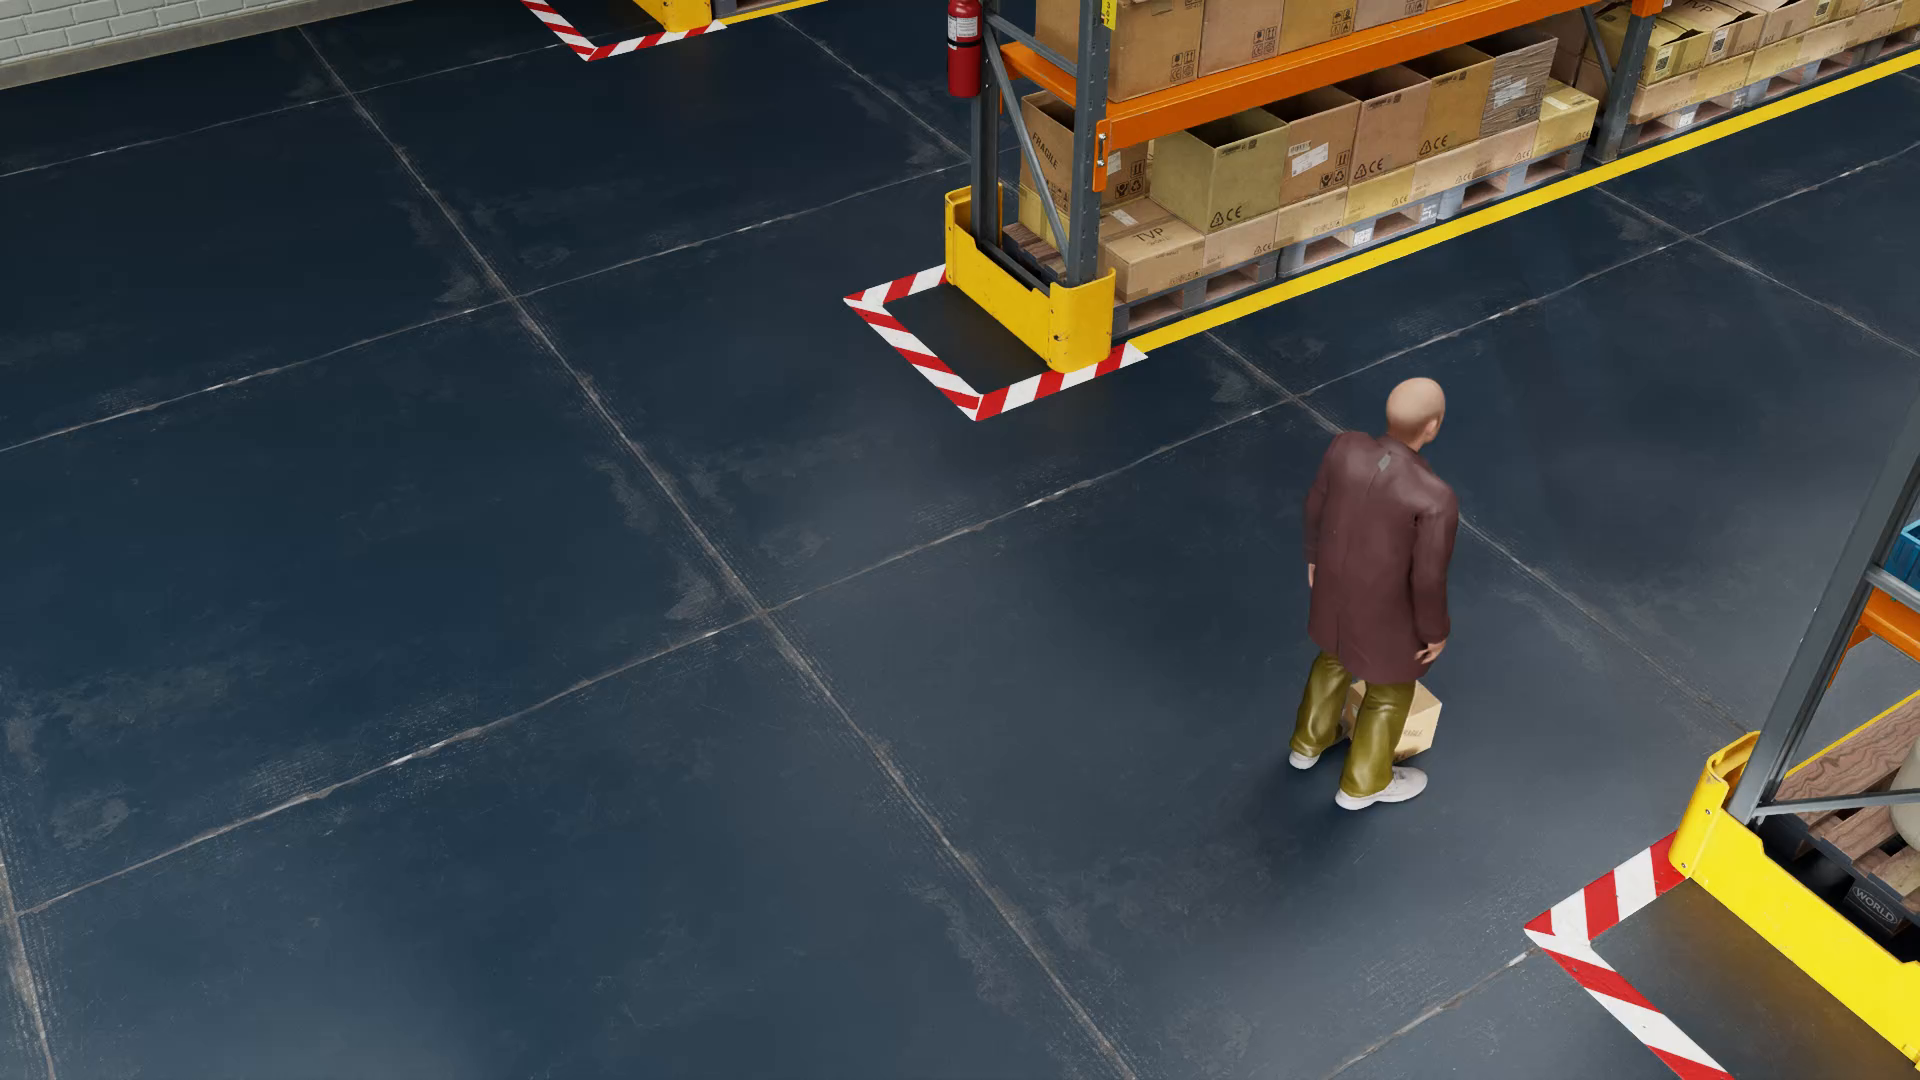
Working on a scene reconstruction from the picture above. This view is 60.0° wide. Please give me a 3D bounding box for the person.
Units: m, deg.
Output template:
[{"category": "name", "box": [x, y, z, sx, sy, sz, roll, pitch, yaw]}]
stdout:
[{"category": "person", "box": [1.473, 0.195, 5.940, 0.429, 1.772, 0.649, -25, 46, -27]}]
